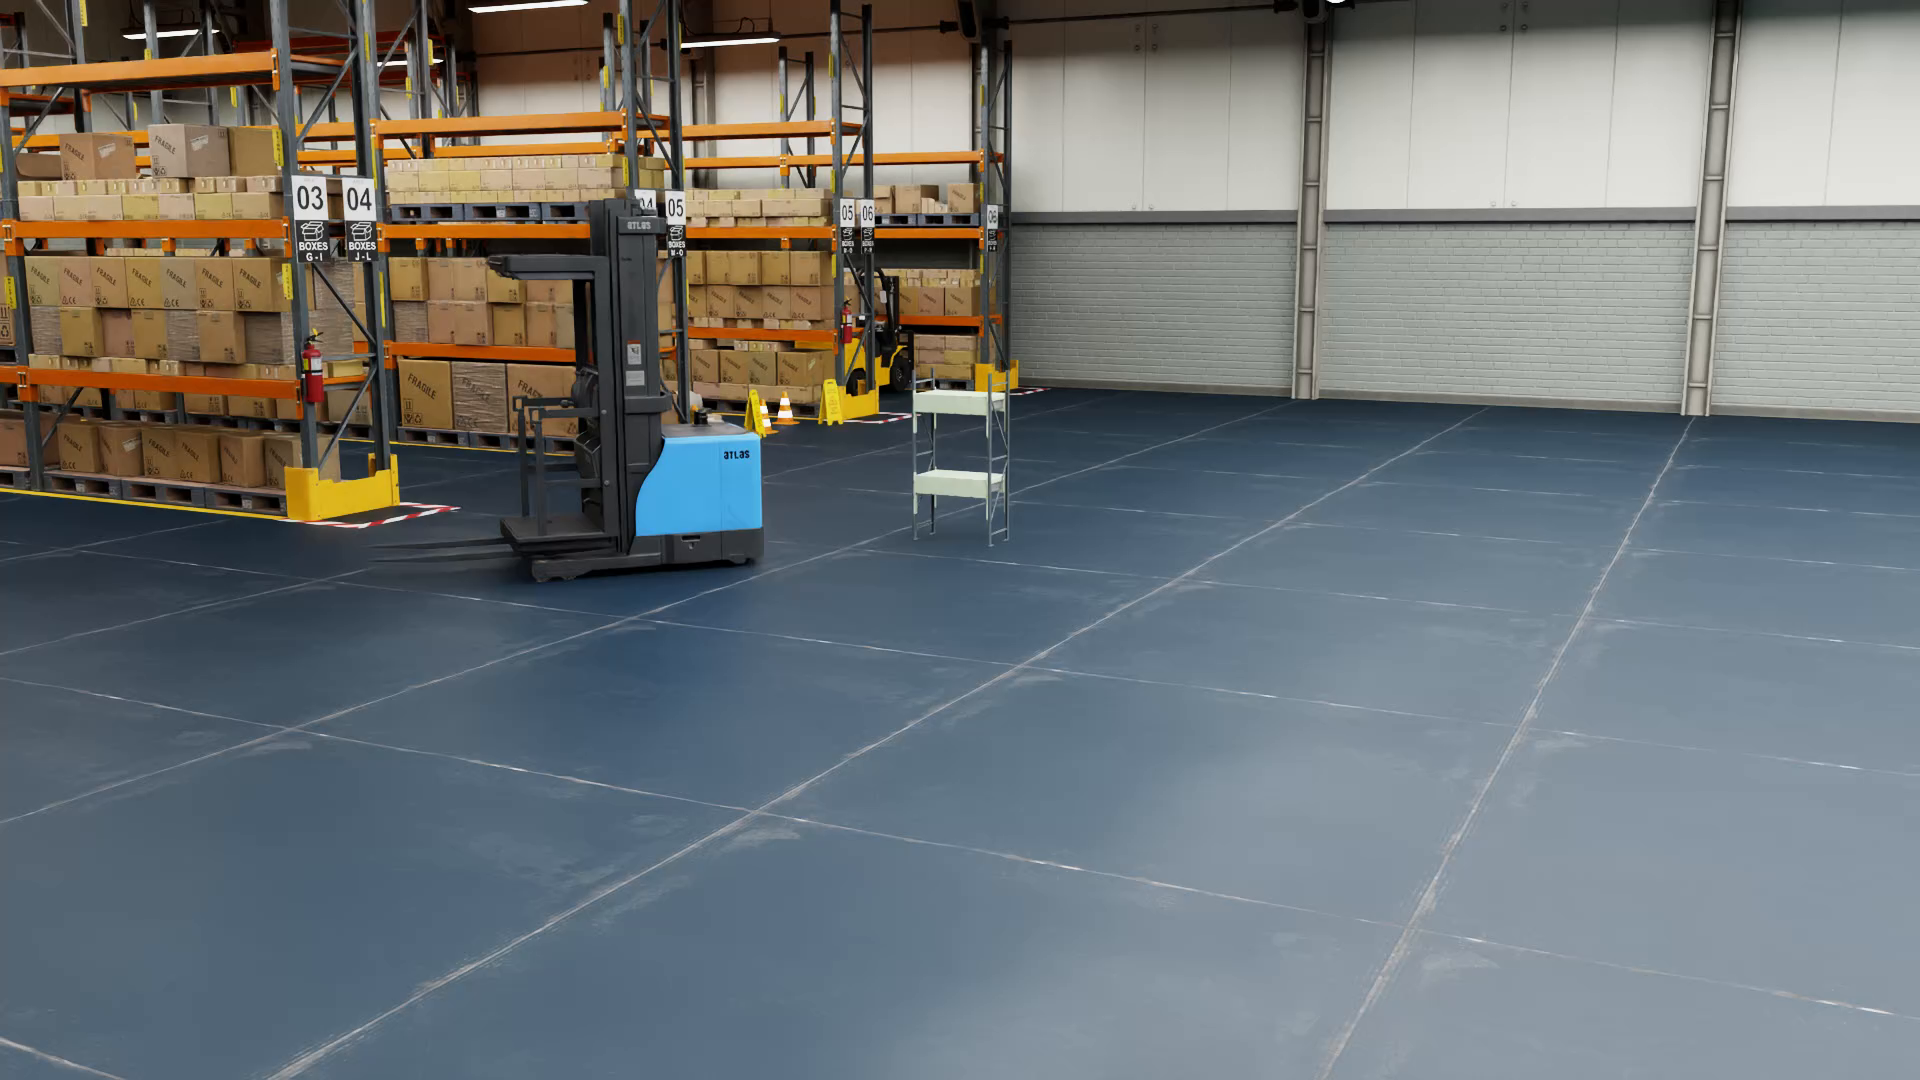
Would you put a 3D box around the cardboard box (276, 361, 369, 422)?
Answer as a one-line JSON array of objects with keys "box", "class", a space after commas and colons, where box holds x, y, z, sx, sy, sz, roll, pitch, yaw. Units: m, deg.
[{"box": [-8.711, -2.060, 22.828, 0.750, 0.750, 1.050, 5, 11, 26], "class": "cardboard box"}]

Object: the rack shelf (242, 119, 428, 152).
[{"box": [-9.044, -5.408, 22.487, 4.000, 0.370, 1.077, 5, 11, 26], "class": "rack shelf"}]

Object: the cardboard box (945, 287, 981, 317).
[{"box": [0.071, -4.172, 29.077, 0.500, 0.500, 0.500, 5, 11, 25], "class": "cardboard box"}]

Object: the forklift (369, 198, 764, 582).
[{"box": [-3.174, -1.223, 13.255, 3.031, 2.935, 1.130, -4, 11, -22], "class": "forklift"}]

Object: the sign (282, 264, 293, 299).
[{"box": [-6.212, -2.388, 15.364, 0.005, 0.325, 0.100, 5, 11, 26], "class": "sign"}]

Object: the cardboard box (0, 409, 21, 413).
[{"box": [-10.998, -1.188, 18.655, 0.500, 0.500, 0.700, 4, 11, 21], "class": "cardboard box"}]

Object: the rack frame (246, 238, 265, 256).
[{"box": [-12.325, -4.278, 29.946, 0.127, 3.000, 1.000, 5, 11, 26], "class": "rack frame"}]

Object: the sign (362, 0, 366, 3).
[{"box": [-5.709, -5.287, 15.831, 0.005, 0.325, 0.100, 5, 11, 26], "class": "sign"}]

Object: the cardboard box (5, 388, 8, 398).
[{"box": [-14.927, -2.260, 25.621, 0.250, 0.149, 0.380, 5, 11, 27], "class": "cardboard box"}]

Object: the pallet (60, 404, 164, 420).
[{"box": [-12.628, -1.951, 24.915, 1.213, 0.211, 1.003, 5, 11, 26], "class": "pallet"}]

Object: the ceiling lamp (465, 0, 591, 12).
[{"box": [-5.997, -9.113, 23.423, 2.000, 3.185, 0.800, 5, 11, 26], "class": "ceiling lamp"}]

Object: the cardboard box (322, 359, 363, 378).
[{"box": [-6.099, -1.687, 16.333, 0.250, 0.149, 0.380, 5, 11, 26], "class": "cardboard box"}]

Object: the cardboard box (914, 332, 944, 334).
[{"box": [-0.612, -3.619, 30.040, 0.500, 0.250, 0.500, 5, 11, 25], "class": "cardboard box"}]

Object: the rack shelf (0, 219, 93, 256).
[{"box": [-11.330, -3.345, 18.386, 4.000, 0.370, 1.077, 5, 11, 26], "class": "rack shelf"}]

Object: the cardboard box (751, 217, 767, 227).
[{"box": [-2.911, -4.752, 24.846, 0.250, 0.149, 0.380, 5, 11, 25], "class": "cardboard box"}]

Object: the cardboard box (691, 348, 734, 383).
[{"box": [-3.792, -2.699, 25.659, 0.500, 0.500, 0.500, 6, 12, 29], "class": "cardboard box"}]

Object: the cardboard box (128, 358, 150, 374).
[{"box": [-8.125, -1.760, 16.740, 0.250, 0.149, 0.380, 5, 11, 26], "class": "cardboard box"}]

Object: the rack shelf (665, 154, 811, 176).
[{"box": [-4.752, -7.000, 31.281, 4.000, 0.370, 1.077, 5, 11, 26], "class": "rack shelf"}]

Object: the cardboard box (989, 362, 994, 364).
[{"box": [0.275, -3.049, 29.697, 0.500, 0.250, 0.500, 5, 11, 26], "class": "cardboard box"}]

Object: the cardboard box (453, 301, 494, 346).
[{"box": [-5.979, -2.795, 21.329, 0.550, 0.550, 0.875, 5, 11, 26], "class": "cardboard box"}]

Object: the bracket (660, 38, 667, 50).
[{"box": [-5.507, -9.497, 31.827, 0.430, 0.232, 0.235, 5, 11, 26], "class": "bracket"}]

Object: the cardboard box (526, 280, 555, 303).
[{"box": [-4.955, -3.269, 20.918, 0.550, 0.550, 0.875, 5, 11, 26], "class": "cardboard box"}]

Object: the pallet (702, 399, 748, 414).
[{"box": [-3.435, -2.133, 25.920, 1.213, 0.211, 1.003, 5, 11, 26], "class": "pallet"}]

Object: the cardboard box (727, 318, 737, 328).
[{"box": [-3.356, -3.328, 25.401, 0.250, 0.149, 0.380, 5, 11, 26], "class": "cardboard box"}]

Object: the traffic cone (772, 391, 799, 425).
[{"box": [-2.520, -1.912, 23.996, 0.334, 0.463, 0.336, 5, 11, 26], "class": "traffic cone"}]

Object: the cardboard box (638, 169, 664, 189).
[{"box": [-3.983, -4.418, 20.420, 0.500, 0.250, 0.500, 5, 11, 26], "class": "cardboard box"}]

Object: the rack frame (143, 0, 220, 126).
[{"box": [-10.838, -6.117, 23.258, 0.127, 3.000, 1.000, 5, 11, 26], "class": "rack frame"}]

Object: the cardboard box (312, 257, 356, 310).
[{"box": [-6.322, -2.524, 16.332, 0.500, 0.500, 0.500, 5, 11, 26], "class": "cardboard box"}]

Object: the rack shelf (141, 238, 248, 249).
[{"box": [-14.119, -5.558, 30.614, 4.000, 0.370, 1.077, 5, 11, 26], "class": "rack shelf"}]

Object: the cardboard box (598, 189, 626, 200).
[{"box": [-4.112, -4.114, 19.864, 0.250, 0.149, 0.380, 5, 11, 26], "class": "cardboard box"}]

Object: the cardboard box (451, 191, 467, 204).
[{"box": [-6.161, -4.295, 20.860, 0.250, 0.149, 0.380, 5, 11, 25], "class": "cardboard box"}]

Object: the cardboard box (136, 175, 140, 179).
[{"box": [-11.782, -5.095, 23.605, 0.258, 0.266, 0.396, 5, 11, 26], "class": "cardboard box"}]

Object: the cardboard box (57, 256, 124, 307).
[{"box": [-8.796, -2.638, 16.957, 0.500, 0.500, 0.500, 5, 11, 26], "class": "cardboard box"}]

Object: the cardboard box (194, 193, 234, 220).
[{"box": [-6.943, -3.188, 15.923, 0.500, 0.250, 0.500, 5, 11, 26], "class": "cardboard box"}]

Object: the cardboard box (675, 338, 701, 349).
[{"box": [-4.194, -3.040, 25.721, 0.250, 0.149, 0.380, 6, 12, 28], "class": "cardboard box"}]

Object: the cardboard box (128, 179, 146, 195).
[{"box": [-7.949, -3.477, 16.399, 0.250, 0.149, 0.380, 5, 12, 27], "class": "cardboard box"}]

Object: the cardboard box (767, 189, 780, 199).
[{"box": [-2.654, -5.129, 24.690, 0.250, 0.149, 0.380, 5, 11, 26], "class": "cardboard box"}]

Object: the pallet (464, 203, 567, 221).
[{"box": [-5.432, -4.119, 20.894, 1.213, 0.211, 1.003, 5, 11, 26], "class": "pallet"}]

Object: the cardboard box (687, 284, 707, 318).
[{"box": [-3.975, -3.687, 25.562, 0.500, 0.500, 0.500, 5, 11, 25], "class": "cardboard box"}]

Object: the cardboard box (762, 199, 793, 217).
[{"box": [-2.587, -4.921, 24.658, 0.500, 0.250, 0.500, 5, 11, 25], "class": "cardboard box"}]

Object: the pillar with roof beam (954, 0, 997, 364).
[{"box": [-1.502, -6.589, 25.869, 0.548, 9.000, 9.100, 5, 11, 26], "class": "pillar with roof beam"}]

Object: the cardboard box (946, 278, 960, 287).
[{"box": [-0.048, -4.492, 29.026, 0.250, 0.149, 0.380, 5, 12, 27], "class": "cardboard box"}]

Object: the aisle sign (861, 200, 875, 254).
[{"box": [-1.371, -4.657, 24.737, 0.004, 0.787, 0.394, 5, 11, 26], "class": "aisle sign"}]

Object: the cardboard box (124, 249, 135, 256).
[{"box": [-15.268, -5.334, 30.868, 0.250, 0.149, 0.380, 5, 12, 28], "class": "cardboard box"}]

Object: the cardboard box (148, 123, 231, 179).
[{"box": [-7.451, -3.749, 16.081, 0.500, 0.500, 0.500, 5, 11, 26], "class": "cardboard box"}]

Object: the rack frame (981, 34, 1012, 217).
[{"box": [0.629, -7.078, 28.569, 0.127, 3.000, 1.000, 5, 11, 26], "class": "rack frame"}]

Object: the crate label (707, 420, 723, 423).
[{"box": [-3.439, -1.600, 23.185, 0.298, 0.136, 0.250, -1, 10, -4], "class": "crate label"}]

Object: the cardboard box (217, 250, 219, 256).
[{"box": [-13.150, -5.171, 29.972, 0.250, 0.149, 0.380, 5, 11, 26], "class": "cardboard box"}]

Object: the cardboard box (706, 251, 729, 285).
[{"box": [-3.458, -4.152, 25.325, 0.500, 0.500, 0.700, 5, 11, 25], "class": "cardboard box"}]

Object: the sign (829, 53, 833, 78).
[{"box": [-1.828, -6.735, 23.609, 0.005, 0.325, 0.100, 5, 11, 26], "class": "sign"}]

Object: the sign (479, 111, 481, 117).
[{"box": [-9.892, -8.650, 34.189, 0.005, 0.325, 0.100, 5, 11, 26], "class": "sign"}]

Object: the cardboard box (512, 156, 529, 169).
[{"box": [-5.256, -4.607, 20.349, 0.250, 0.149, 0.380, 5, 11, 25], "class": "cardboard box"}]

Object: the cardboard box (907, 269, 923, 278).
[{"box": [-0.740, -4.700, 29.340, 0.250, 0.149, 0.380, 5, 12, 27], "class": "cardboard box"}]

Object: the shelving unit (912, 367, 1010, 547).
[{"box": [0.006, -0.737, 14.594, 0.755, 1.500, 0.431, 5, 11, 26], "class": "shelving unit"}]
